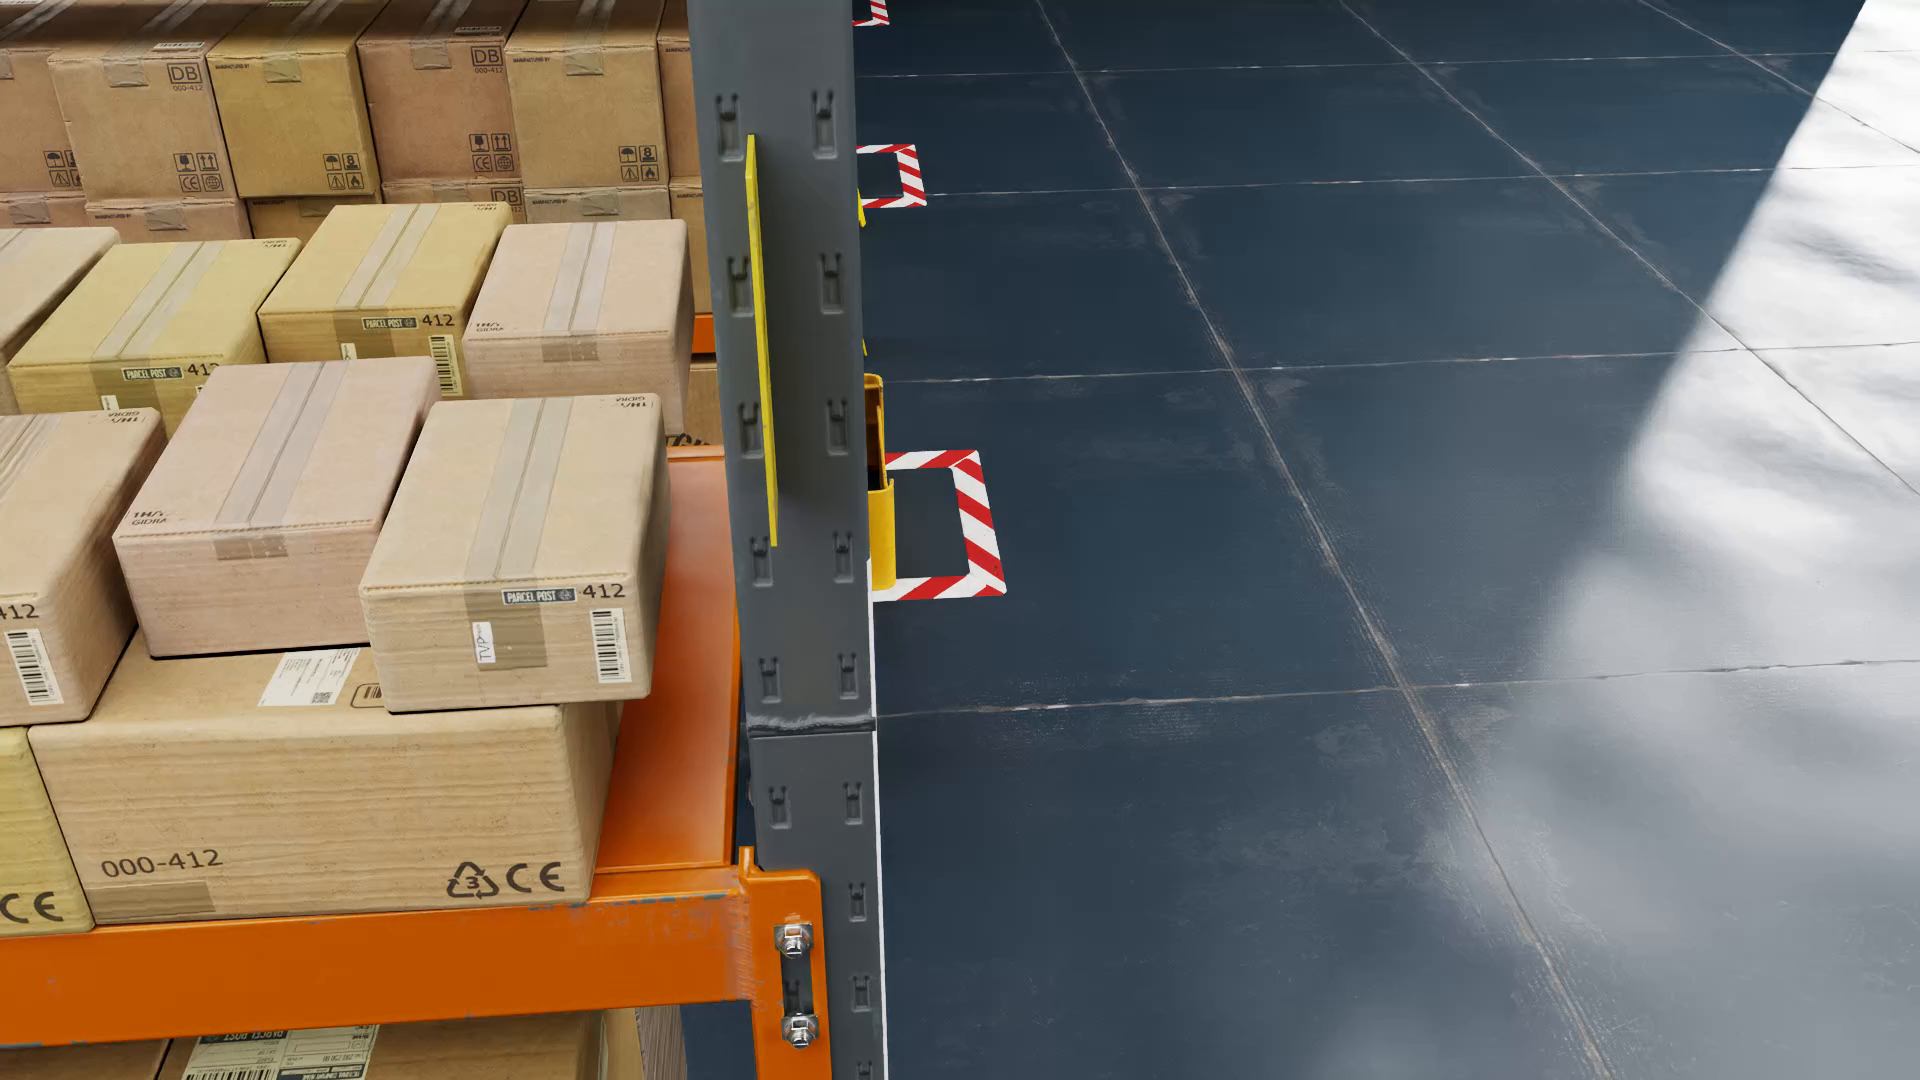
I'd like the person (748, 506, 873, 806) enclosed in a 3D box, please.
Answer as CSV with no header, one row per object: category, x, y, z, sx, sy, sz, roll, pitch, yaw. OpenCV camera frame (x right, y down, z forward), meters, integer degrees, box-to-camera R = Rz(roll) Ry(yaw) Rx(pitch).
person,-0.548,0.181,5.851,0.505,1.646,0.436,-4,32,-6
